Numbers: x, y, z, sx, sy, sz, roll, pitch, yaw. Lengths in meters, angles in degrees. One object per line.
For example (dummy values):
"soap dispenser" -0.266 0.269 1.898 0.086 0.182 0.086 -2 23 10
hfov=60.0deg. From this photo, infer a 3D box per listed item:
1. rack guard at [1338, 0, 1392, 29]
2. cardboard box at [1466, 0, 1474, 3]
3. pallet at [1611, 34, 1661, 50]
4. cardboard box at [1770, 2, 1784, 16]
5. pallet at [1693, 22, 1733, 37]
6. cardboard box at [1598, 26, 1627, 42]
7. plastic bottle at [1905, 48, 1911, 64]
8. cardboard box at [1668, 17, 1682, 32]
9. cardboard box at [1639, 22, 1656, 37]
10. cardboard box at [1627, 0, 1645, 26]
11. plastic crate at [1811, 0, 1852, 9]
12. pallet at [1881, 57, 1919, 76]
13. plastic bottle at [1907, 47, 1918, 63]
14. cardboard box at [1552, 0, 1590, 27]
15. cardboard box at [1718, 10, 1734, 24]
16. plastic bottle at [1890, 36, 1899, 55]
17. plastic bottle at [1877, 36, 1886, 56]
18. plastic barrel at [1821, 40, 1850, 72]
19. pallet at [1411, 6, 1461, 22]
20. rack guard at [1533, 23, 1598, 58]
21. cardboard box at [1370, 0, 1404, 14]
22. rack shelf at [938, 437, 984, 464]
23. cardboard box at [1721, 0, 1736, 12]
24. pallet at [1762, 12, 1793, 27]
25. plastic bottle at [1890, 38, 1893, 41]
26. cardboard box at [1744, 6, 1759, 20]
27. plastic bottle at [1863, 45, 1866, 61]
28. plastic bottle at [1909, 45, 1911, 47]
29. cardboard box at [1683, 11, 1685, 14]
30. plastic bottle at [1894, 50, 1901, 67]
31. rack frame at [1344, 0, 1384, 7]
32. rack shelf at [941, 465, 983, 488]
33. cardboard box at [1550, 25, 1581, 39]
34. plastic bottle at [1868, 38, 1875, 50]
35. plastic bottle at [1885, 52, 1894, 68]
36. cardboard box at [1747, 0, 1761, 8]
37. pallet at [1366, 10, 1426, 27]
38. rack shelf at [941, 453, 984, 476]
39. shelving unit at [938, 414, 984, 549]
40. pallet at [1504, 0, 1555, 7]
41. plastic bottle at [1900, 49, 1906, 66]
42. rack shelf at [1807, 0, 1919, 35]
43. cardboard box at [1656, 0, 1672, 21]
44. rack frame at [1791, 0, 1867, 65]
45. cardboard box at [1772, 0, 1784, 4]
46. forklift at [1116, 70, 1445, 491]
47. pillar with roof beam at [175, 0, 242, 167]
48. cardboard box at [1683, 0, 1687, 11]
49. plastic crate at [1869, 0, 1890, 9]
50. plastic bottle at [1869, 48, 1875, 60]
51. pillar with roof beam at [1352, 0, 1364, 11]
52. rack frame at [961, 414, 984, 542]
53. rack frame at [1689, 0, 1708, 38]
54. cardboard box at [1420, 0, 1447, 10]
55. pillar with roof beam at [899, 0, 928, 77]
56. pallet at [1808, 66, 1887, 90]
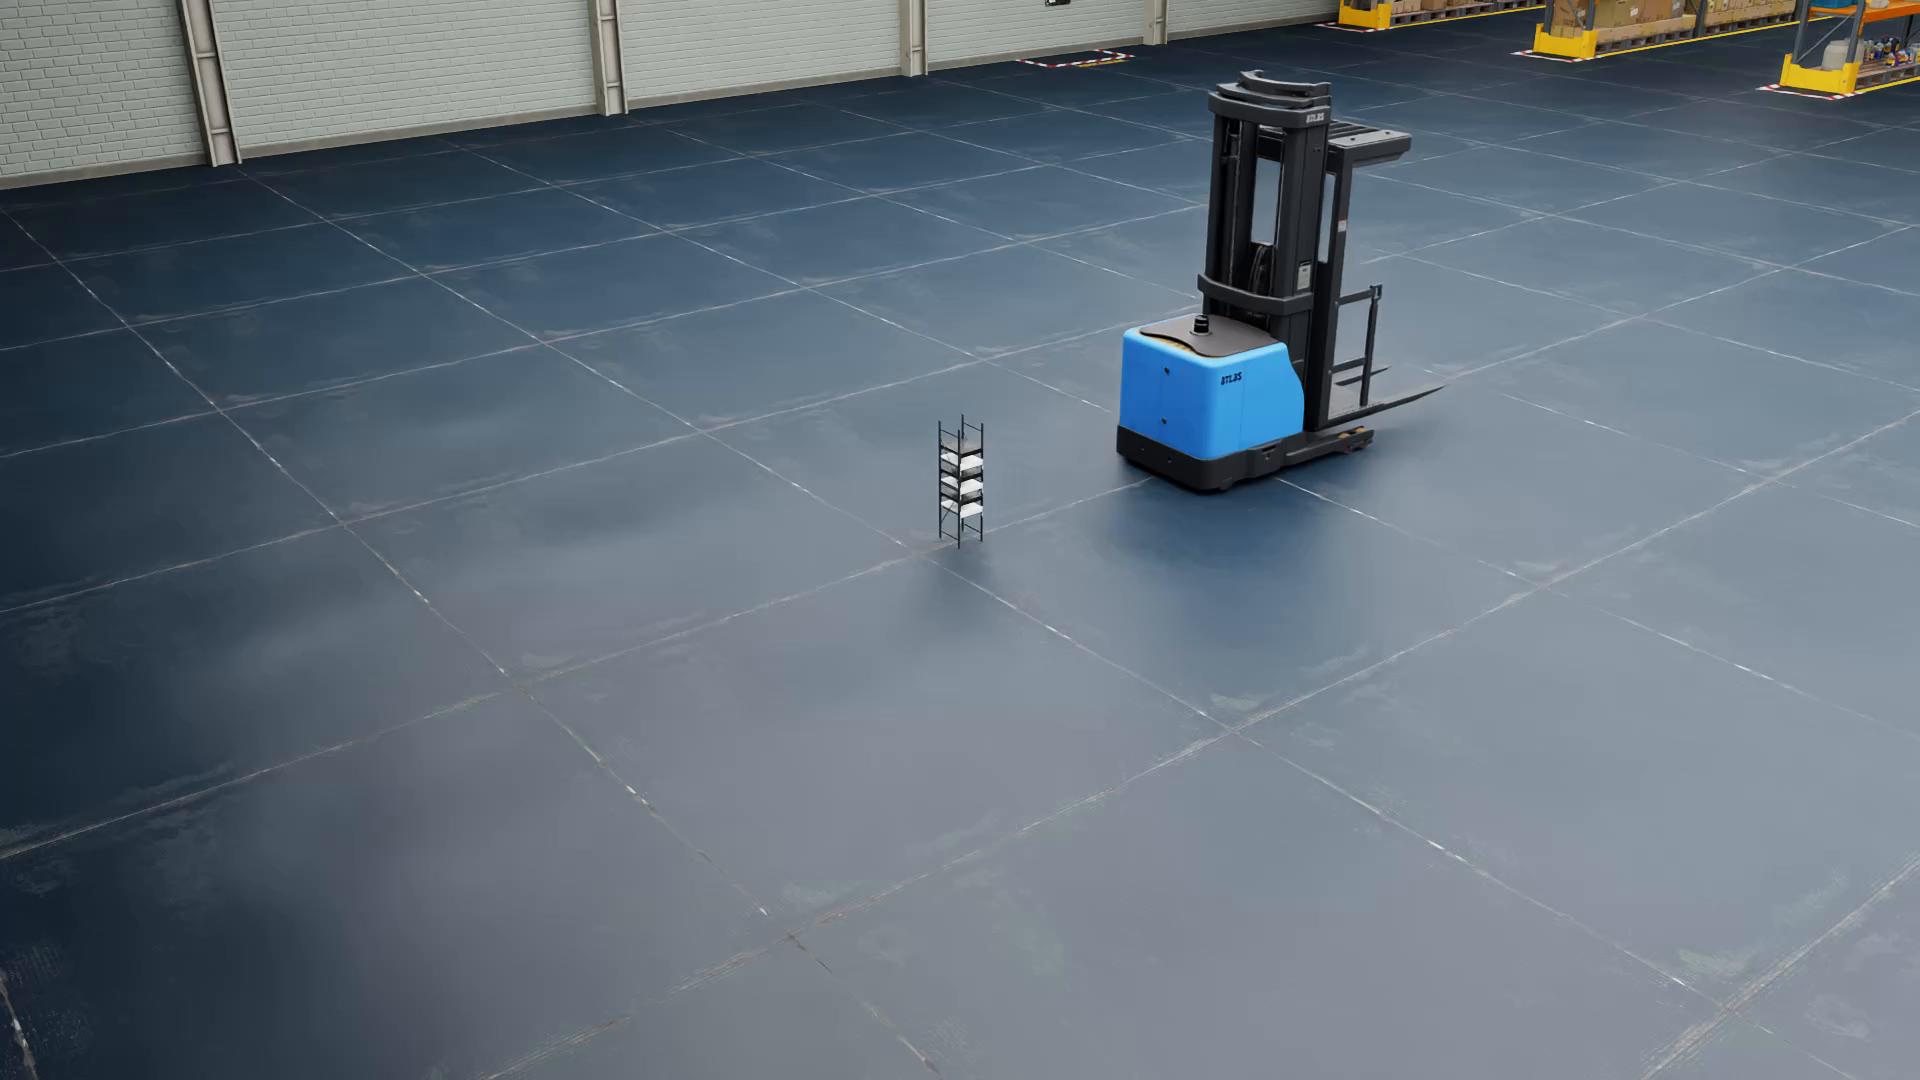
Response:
"rack guard" 8.659 -11.274 35.575 0.348 0.500 1.175 -18 31 -34
"cardboard box" 11.345 -12.192 37.428 0.380 0.166 0.250 22 33 39
"pallet" 13.194 -10.011 33.196 1.213 0.211 1.003 -18 31 -34
"cardboard box" 17.287 -11.417 35.681 0.500 0.250 0.500 -19 31 -35
"pallet" 15.362 -10.726 34.738 1.213 0.211 1.003 -18 31 -34
"cardboard box" 12.609 -9.888 32.386 0.500 0.250 0.500 -18 31 -34
"plastic bottle" 16.839 -8.603 29.570 0.097 0.271 0.097 0 25 0
"cardboard box" 14.177 -10.411 33.513 0.500 0.250 0.500 -18 31 -34
"cardboard box" 13.400 -10.146 32.942 0.500 0.250 0.500 -18 31 -34
"cardboard box" 12.996 -10.361 32.516 0.500 0.500 0.500 -18 31 -34
"plastic crate" 14.922 -9.267 28.459 0.616 0.251 0.499 -18 31 -34
"pallet" 17.306 -8.719 30.414 1.213 0.211 1.003 -18 31 -34
"plastic bottle" 16.996 -8.672 29.711 0.135 0.276 0.152 -18 30 -33
"cardboard box" 11.897 -10.269 32.317 0.500 0.500 0.500 -18 31 -34
"cardboard box" 15.680 -10.885 34.535 0.500 0.250 0.500 -17 30 -33
"plastic bottle" 17.058 -9.023 30.380 0.185 0.351 0.144 -18 31 -34
"plastic bottle" 16.820 -9.022 30.377 0.185 0.351 0.144 -20 31 -36
"plastic barrel" 15.183 -8.364 28.793 0.421 0.512 0.421 0 25 0
"pallet" 10.280 -11.657 36.744 1.213 0.211 1.003 -18 31 -34
"rack guard" 11.640 -9.608 31.985 0.348 0.500 1.175 -18 31 -34
"cardboard box" 9.199 -11.518 35.802 0.500 0.311 0.500 -23 33 -40
"rack shelf" 0.006 -0.625 11.593 0.200 0.077 0.258 -18 31 -34
"cardboard box" 15.683 -11.138 34.413 0.500 0.311 0.500 -19 31 -35
"pallet" 17.282 -11.360 36.104 1.213 0.211 1.003 -18 31 -34
"plastic bottle" 17.101 -9.078 30.588 0.135 0.276 0.152 -17 30 -32
"cardboard box" 16.487 -11.152 35.111 0.500 0.250 0.500 -18 30 -33
"plastic bottle" 16.169 -8.717 29.800 0.133 0.283 0.061 -18 31 -34
"plastic bottle" 17.043 -8.743 29.857 0.133 0.283 0.061 -18 31 -34
"cardboard box" 14.954 -10.934 34.640 0.500 0.250 0.500 -19 31 -35
"plastic bottle" 16.521 -8.494 29.320 0.133 0.283 0.061 -18 30 -33
"rack frame" 8.599 -12.388 35.006 0.127 3.000 1.000 -18 31 -34
"rack shelf" 0.006 -0.462 11.668 0.200 0.077 0.258 -18 31 -34
"cardboard box" 11.899 -9.928 32.474 0.500 0.250 0.500 -18 31 -34
"plastic bottle" 16.486 -8.911 30.139 0.185 0.351 0.144 -19 31 -34
"plastic bottle" 16.332 -8.436 29.208 0.097 0.271 0.097 0 25 0
"cardboard box" 16.495 -11.409 34.998 0.500 0.311 0.500 -17 30 -33
"pallet" 9.320 -11.342 36.065 1.213 0.211 1.003 -18 31 -34
"rack shelf" 0.006 -0.543 11.631 0.200 0.077 0.258 -18 31 -34
"shelving unit" 0.006 -0.410 11.692 0.210 0.900 0.258 -18 31 -34
"pallet" 13.319 -12.683 38.955 1.213 0.211 1.003 -18 31 -34
"plastic bottle" 16.680 -8.551 29.456 0.097 0.271 0.097 0 25 0
"rack shelf" 16.286 -9.299 29.205 4.000 0.370 1.077 -18 31 -34
"cardboard box" 13.785 -10.620 33.074 0.500 0.500 0.500 -18 31 -34
"rack frame" 14.713 -9.106 27.934 0.127 3.000 1.000 -18 31 -34
"cardboard box" 17.289 -11.669 35.558 0.500 0.311 0.500 -19 31 -35
"forklift" 2.729 -2.181 13.095 3.031 2.935 1.130 -17 30 -33
"pillar with roof beam" -7.613 -7.917 18.246 0.400 9.000 9.100 -18 31 -34
"cardboard box" 14.948 -11.185 34.515 0.500 0.311 0.500 -18 31 -34
"plastic crate" 15.615 -9.112 28.261 0.250 0.136 0.298 -18 31 -34
"plastic bottle" 16.449 -8.766 30.005 0.097 0.201 0.097 0 25 0
"pillar with roof beam" 11.273 -14.151 31.679 0.400 9.000 9.100 -18 31 -34
"rack frame" 0.086 -0.437 11.749 0.006 0.900 0.240 -18 31 -34
"rack frame" 14.807 -11.787 33.711 0.127 3.000 1.000 -18 31 -34
"cardboard box" 10.256 -11.925 36.457 0.500 0.500 0.700 -21 32 -37
"pillar with roof beam" 1.830 -11.034 24.963 0.400 9.000 9.100 -18 31 -34
"pallet" 15.386 -8.086 29.048 1.213 0.211 1.003 -18 31 -34
